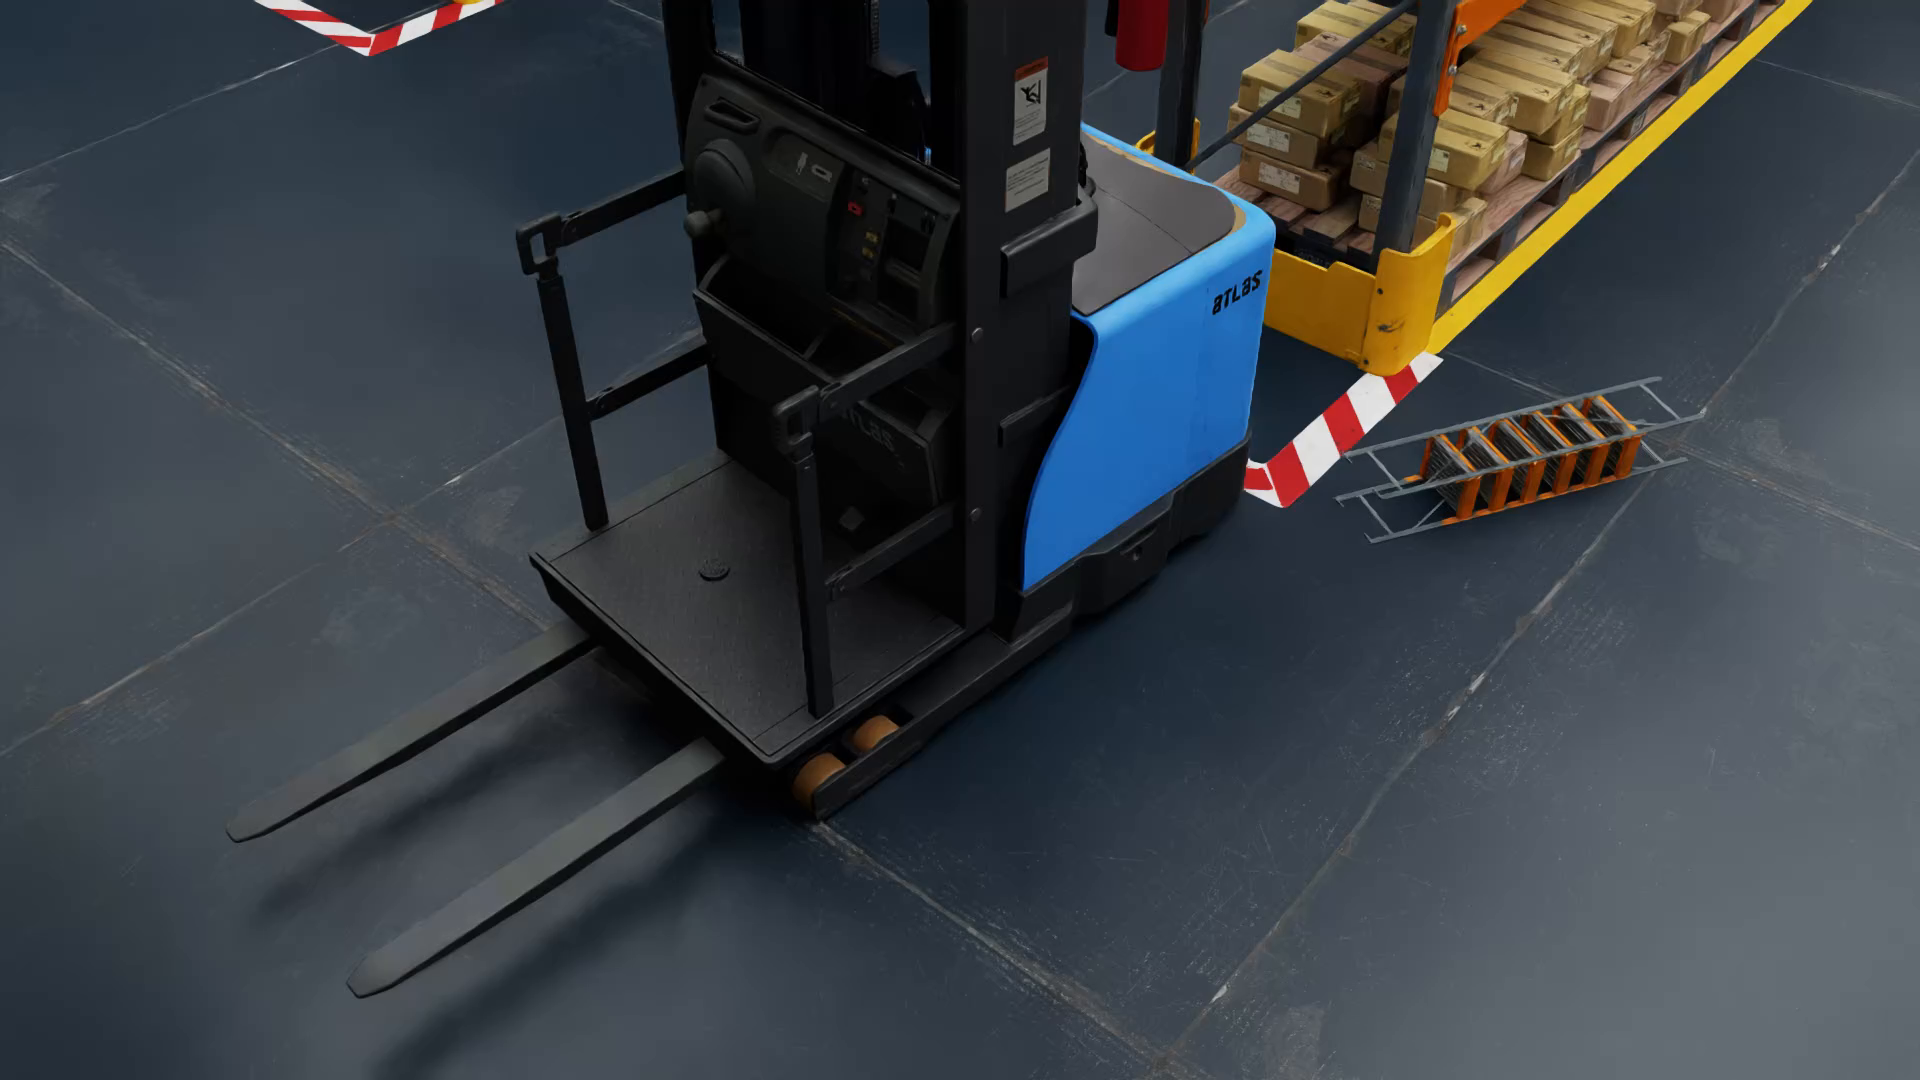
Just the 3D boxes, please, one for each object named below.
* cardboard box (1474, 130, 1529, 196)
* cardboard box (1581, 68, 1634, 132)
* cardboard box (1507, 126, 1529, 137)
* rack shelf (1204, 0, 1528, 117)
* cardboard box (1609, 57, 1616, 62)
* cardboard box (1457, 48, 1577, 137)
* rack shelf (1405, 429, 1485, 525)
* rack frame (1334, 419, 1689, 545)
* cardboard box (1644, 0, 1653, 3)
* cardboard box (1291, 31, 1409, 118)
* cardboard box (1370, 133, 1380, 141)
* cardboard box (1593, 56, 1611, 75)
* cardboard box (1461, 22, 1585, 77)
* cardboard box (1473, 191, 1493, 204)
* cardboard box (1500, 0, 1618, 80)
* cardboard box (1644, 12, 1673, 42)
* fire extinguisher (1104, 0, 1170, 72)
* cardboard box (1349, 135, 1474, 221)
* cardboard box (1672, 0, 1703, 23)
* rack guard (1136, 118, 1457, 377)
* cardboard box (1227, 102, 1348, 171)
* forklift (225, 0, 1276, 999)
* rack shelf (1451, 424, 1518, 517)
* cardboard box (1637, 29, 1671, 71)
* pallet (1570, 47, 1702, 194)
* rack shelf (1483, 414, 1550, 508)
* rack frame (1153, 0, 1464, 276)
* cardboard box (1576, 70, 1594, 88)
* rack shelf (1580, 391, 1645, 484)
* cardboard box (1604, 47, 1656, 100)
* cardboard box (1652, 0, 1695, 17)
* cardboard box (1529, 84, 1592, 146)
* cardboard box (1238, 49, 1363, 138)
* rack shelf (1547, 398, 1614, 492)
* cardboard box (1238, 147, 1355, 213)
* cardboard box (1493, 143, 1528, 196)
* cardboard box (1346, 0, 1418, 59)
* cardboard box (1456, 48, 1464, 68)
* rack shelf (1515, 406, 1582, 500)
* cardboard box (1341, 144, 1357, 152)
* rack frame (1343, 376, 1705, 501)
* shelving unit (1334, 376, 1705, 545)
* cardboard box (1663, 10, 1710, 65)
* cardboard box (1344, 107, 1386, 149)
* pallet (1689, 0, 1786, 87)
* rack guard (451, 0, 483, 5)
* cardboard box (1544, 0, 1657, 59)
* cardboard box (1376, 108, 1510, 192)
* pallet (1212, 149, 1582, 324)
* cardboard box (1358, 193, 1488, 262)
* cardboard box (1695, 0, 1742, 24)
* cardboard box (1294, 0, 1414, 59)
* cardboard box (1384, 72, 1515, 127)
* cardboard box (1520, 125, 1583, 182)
[{"bbox_3d":[1.879,-1.457,6.208,0.380,0.149,0.250,29,50,28],"label":"cardboard box"},{"bbox_3d":[2.535,-1.851,6.863,0.380,0.149,0.250,27,49,27],"label":"cardboard box"},{"bbox_3d":[1.969,-1.621,6.389,0.380,0.149,0.250,30,50,29],"label":"cardboard box"},{"bbox_3d":[2.413,-2.735,6.563,1.077,0.370,4.000,29,50,28],"label":"rack shelf"},{"bbox_3d":[2.639,-2.176,7.000,0.380,0.149,0.250,32,51,30],"label":"cardboard box"},{"bbox_3d":[2.068,-1.683,6.236,0.380,0.149,0.250,29,50,28],"label":"cardboard box"},{"bbox_3d":[1.551,-0.202,5.329,0.103,0.180,0.258,-14,44,-15],"label":"rack shelf"},{"bbox_3d":[1.818,-0.200,5.462,1.200,0.006,0.240,-14,44,-15],"label":"rack frame"},{"bbox_3d":[2.643,-2.271,6.883,0.380,0.149,0.250,30,50,29],"label":"cardboard box"},{"bbox_3d":[1.478,-1.779,6.341,0.380,0.149,0.250,30,50,29],"label":"cardboard box"},{"bbox_3d":[1.629,-1.708,6.706,0.380,0.149,0.250,29,50,28],"label":"cardboard box"},{"bbox_3d":[2.458,-2.042,6.852,0.380,0.149,0.250,32,51,30],"label":"cardboard box"},{"bbox_3d":[2.165,-1.846,6.416,0.380,0.149,0.250,27,49,27],"label":"cardboard box"},{"bbox_3d":[1.814,-1.373,6.337,0.380,0.149,0.250,29,50,28],"label":"cardboard box"},{"bbox_3d":[2.350,-1.985,6.568,0.380,0.149,0.250,32,51,30],"label":"cardboard box"},{"bbox_3d":[2.844,-2.296,7.131,0.380,0.149,0.250,27,49,27],"label":"cardboard box"},{"bbox_3d":[0.610,-1.875,5.417,0.296,0.674,0.183,29,50,28],"label":"fire extinguisher"},{"bbox_3d":[1.659,-1.340,6.080,0.380,0.149,0.250,32,51,30],"label":"cardboard box"},{"bbox_3d":[3.031,-2.425,7.273,0.380,0.149,0.250,31,51,29],"label":"cardboard box"},{"bbox_3d":[1.175,-1.085,6.072,1.175,0.500,0.348,29,50,28],"label":"rack guard"},{"bbox_3d":[1.247,-1.577,6.341,0.380,0.149,0.250,28,49,27],"label":"cardboard box"},{"bbox_3d":[-0.505,-0.746,3.892,3.031,2.935,1.130,-33,52,-31],"label":"forklift"},{"bbox_3d":[1.663,-0.230,5.359,0.103,0.180,0.258,-14,44,-15],"label":"rack shelf"},{"bbox_3d":[2.823,-2.144,7.185,0.380,0.149,0.250,30,50,29],"label":"cardboard box"},{"bbox_3d":[2.510,-2.007,7.300,1.003,0.211,1.213,29,50,28],"label":"pallet"},{"bbox_3d":[1.776,-0.258,5.389,0.103,0.180,0.258,-14,44,-15],"label":"rack shelf"},{"bbox_3d":[1.126,-1.971,5.188,1.000,3.000,0.127,29,50,28],"label":"rack frame"},{"bbox_3d":[2.315,-1.884,6.678,0.380,0.149,0.250,27,49,27],"label":"cardboard box"},{"bbox_3d":[2.114,-0.340,5.480,0.103,0.180,0.258,-14,44,-15],"label":"rack shelf"},{"bbox_3d":[2.693,-2.005,7.032,0.380,0.149,0.250,30,50,28],"label":"cardboard box"},{"bbox_3d":[2.887,-2.352,6.972,0.380,0.149,0.250,28,49,27],"label":"cardboard box"},{"bbox_3d":[2.217,-1.706,6.483,0.380,0.149,0.250,31,51,30],"label":"cardboard box"},{"bbox_3d":[1.272,-1.674,6.226,0.380,0.149,0.250,30,50,29],"label":"cardboard box"},{"bbox_3d":[2.002,-0.313,5.450,0.103,0.180,0.258,-14,44,-15],"label":"rack shelf"},{"bbox_3d":[1.305,-1.433,6.403,0.380,0.149,0.250,30,50,29],"label":"cardboard box"},{"bbox_3d":[1.968,-1.504,6.481,0.380,0.149,0.250,30,50,29],"label":"cardboard box"},{"bbox_3d":[1.763,-2.073,6.665,0.380,0.149,0.250,27,49,27],"label":"cardboard box"},{"bbox_3d":[1.832,-1.939,6.739,0.380,0.149,0.250,29,50,28],"label":"cardboard box"},{"bbox_3d":[1.889,-0.285,5.420,0.103,0.180,0.258,-14,44,-15],"label":"rack shelf"},{"bbox_3d":[1.393,-1.609,6.597,0.380,0.149,0.250,31,51,30],"label":"cardboard box"},{"bbox_3d":[1.818,-0.335,5.339,1.200,0.006,0.240,-14,44,-15],"label":"rack frame"},{"bbox_3d":[1.818,-0.268,5.401,1.200,0.189,0.258,-14,44,-15],"label":"shelving unit"},{"bbox_3d":[3.042,-2.249,7.301,0.380,0.149,0.250,29,50,28],"label":"cardboard box"},{"bbox_3d":[1.456,-1.688,6.463,0.380,0.149,0.250,28,49,28],"label":"cardboard box"},{"bbox_3d":[3.295,-2.638,7.994,1.003,0.211,1.213,29,50,28],"label":"pallet"},{"bbox_3d":[-2.744,-3.125,8.315,1.175,0.500,0.348,29,50,28],"label":"rack guard"},{"bbox_3d":[2.555,-2.101,6.695,0.380,0.149,0.250,30,50,29],"label":"cardboard box"},{"bbox_3d":[1.723,-1.414,5.941,0.380,0.149,0.250,27,49,27],"label":"cardboard box"},{"bbox_3d":[1.725,-1.381,6.612,1.003,0.211,1.213,29,50,28],"label":"pallet"},{"bbox_3d":[1.708,-1.203,6.150,0.380,0.149,0.250,31,50,29],"label":"cardboard box"},{"bbox_3d":[3.356,-2.520,7.599,0.380,0.149,0.250,28,49,27],"label":"cardboard box"},{"bbox_3d":[1.548,-1.967,6.548,0.380,0.149,0.250,28,49,28],"label":"cardboard box"},{"bbox_3d":[1.808,-1.608,6.154,0.380,0.149,0.250,30,50,29],"label":"cardboard box"},{"bbox_3d":[2.217,-1.588,6.574,0.380,0.149,0.250,30,50,29],"label":"cardboard box"}]
